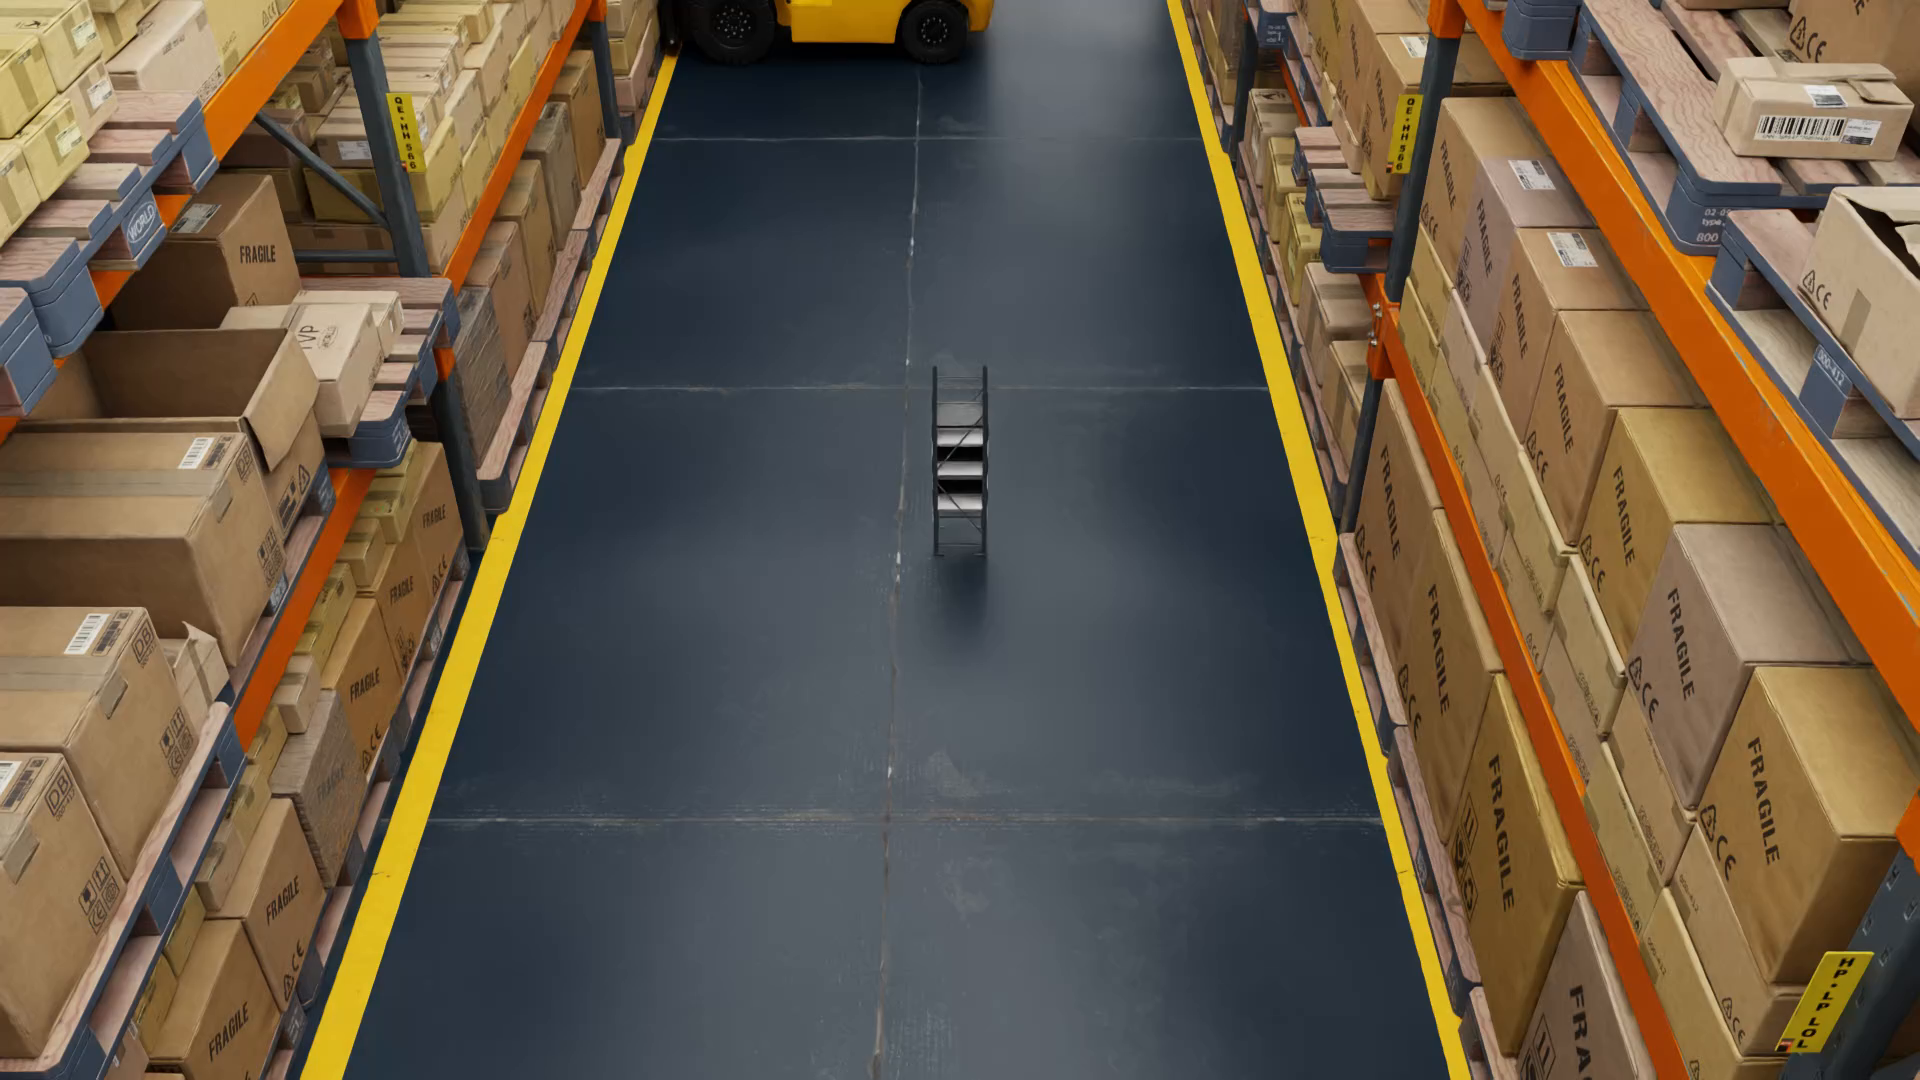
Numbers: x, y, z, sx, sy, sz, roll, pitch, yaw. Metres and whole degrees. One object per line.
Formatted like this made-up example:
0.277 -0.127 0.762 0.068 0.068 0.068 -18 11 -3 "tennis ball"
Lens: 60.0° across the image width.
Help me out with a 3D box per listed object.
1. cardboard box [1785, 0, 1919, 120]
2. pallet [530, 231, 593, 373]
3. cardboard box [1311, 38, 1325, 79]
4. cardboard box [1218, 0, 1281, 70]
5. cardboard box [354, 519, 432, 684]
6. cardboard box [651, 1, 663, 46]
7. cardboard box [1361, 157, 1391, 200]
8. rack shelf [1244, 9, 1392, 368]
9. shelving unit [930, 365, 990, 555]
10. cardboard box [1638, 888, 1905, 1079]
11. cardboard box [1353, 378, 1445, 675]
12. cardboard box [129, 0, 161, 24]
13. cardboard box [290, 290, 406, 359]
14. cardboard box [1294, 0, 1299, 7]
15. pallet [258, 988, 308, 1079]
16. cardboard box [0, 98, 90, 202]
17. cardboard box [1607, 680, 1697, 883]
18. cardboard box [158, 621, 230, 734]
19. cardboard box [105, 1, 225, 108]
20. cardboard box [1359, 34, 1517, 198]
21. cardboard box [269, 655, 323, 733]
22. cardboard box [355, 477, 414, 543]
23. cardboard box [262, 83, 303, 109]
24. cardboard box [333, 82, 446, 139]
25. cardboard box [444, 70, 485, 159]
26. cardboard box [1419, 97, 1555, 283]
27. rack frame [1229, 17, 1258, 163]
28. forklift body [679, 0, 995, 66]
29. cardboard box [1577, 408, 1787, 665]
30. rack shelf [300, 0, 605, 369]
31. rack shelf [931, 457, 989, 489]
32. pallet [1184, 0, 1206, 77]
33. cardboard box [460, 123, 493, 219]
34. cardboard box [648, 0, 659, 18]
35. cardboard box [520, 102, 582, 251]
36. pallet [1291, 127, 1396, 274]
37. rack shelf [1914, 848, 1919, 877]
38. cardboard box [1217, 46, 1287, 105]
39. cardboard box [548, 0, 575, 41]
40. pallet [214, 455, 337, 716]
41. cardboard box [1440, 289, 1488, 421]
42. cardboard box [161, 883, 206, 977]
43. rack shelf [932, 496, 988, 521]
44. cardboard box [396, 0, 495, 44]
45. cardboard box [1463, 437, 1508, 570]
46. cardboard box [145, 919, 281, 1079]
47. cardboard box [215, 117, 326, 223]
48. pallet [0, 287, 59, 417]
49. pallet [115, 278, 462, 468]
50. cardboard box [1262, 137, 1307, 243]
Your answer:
2.561 -1.430 4.321 0.500 0.500 0.500 0 39 0 "cardboard box"
-2.655 -1.340 9.254 1.003 0.211 1.213 0 39 0 "pallet"
1.953 -2.398 8.209 0.380 0.149 0.250 -1 39 -1 "cardboard box"
1.996 -3.413 10.874 0.500 0.500 0.500 -1 39 -1 "cardboard box"
-2.489 0.236 6.720 0.500 0.500 0.500 -1 39 -1 "cardboard box"
-2.401 -3.686 11.814 0.500 0.250 0.500 1 39 1 "cardboard box"
1.961 -1.597 7.209 0.380 0.149 0.250 1 39 1 "cardboard box"
2.267 -2.128 8.583 1.077 0.370 4.000 0 39 0 "rack shelf"
0.000 -0.346 7.462 0.258 0.900 0.210 0 39 0 "shelving unit"
2.021 1.121 4.072 0.500 0.250 0.500 -1 39 -1 "cardboard box"
2.187 -0.061 6.791 0.875 0.875 0.875 0 39 0 "cardboard box"
-2.503 -1.561 4.701 0.380 0.149 0.250 0 39 0 "cardboard box"
-2.310 -0.808 6.225 0.380 0.149 0.250 1 39 1 "cardboard box"
1.967 -3.063 8.520 0.500 0.500 0.500 0 39 0 "cardboard box"
-2.728 1.928 5.175 1.003 0.211 1.213 0 39 0 "pallet"
-2.287 -0.911 3.875 0.380 0.149 0.250 1 39 1 "cardboard box"
2.022 0.618 4.300 0.500 0.250 0.500 1 39 1 "cardboard box"
-2.308 0.368 4.663 0.396 0.266 0.258 2 39 2 "cardboard box"
-2.449 -1.317 4.715 0.500 0.250 0.500 0 39 0 "cardboard box"
1.991 -1.761 6.896 0.500 0.500 0.500 -1 39 -1 "cardboard box"
-2.467 0.544 5.817 0.380 0.149 0.250 -2 39 -2 "cardboard box"
-2.409 -0.115 6.639 0.380 0.149 0.250 -2 39 -2 "cardboard box"
-3.009 -1.812 7.013 0.380 0.149 0.250 1 39 1 "cardboard box"
-2.402 -1.811 7.013 0.380 0.149 0.250 1 39 1 "cardboard box"
-2.450 -1.880 7.417 0.500 0.250 0.500 1 39 1 "cardboard box"
2.025 -1.279 6.068 0.500 0.500 0.500 -1 39 -2 "cardboard box"
2.265 -3.660 9.918 1.000 3.000 0.127 0 39 0 "rack frame"
-0.877 -4.640 11.820 2.313 2.155 1.214 0 39 0 "forklift body"
2.033 -0.006 4.479 0.500 0.500 0.500 1 39 1 "cardboard box"
-2.697 -2.123 8.575 1.077 0.370 4.000 0 39 0 "rack shelf"
0.000 -0.320 7.483 0.258 0.077 0.200 0 39 0 "rack shelf"
2.224 -3.757 12.269 1.003 0.211 1.213 0 39 0 "pallet"
-2.446 -1.686 7.575 0.500 0.250 0.500 -1 39 -1 "cardboard box"
-2.382 -3.872 11.646 0.500 0.250 0.500 0 39 0 "cardboard box"
-2.694 -2.080 9.510 0.875 0.625 0.625 0 39 0 "cardboard box"
2.162 -1.529 7.413 1.213 0.211 1.003 0 39 0 "pallet"
2.276 1.704 1.402 1.077 0.370 4.000 0 39 0 "rack shelf"
1.995 -3.120 11.108 0.500 0.250 0.500 2 39 2 "cardboard box"
-2.431 -2.966 9.172 0.500 0.250 0.500 0 39 0 "cardboard box"
-2.687 0.138 5.332 1.003 0.211 1.213 0 39 0 "pallet"
2.023 -0.655 5.889 0.500 0.250 0.500 1 39 1 "cardboard box"
-2.527 1.178 5.026 0.380 0.149 0.250 -1 39 -1 "cardboard box"
0.000 -0.180 7.596 0.258 0.077 0.200 0 39 0 "rack shelf"
-2.412 -2.451 7.812 0.380 0.149 0.250 1 39 1 "cardboard box"
2.031 -0.145 5.652 0.500 0.250 0.500 1 39 1 "cardboard box"
-2.476 1.525 5.112 0.500 0.500 0.500 -1 39 -1 "cardboard box"
-2.973 -1.570 7.030 0.500 0.250 0.500 1 39 1 "cardboard box"
-2.620 -0.156 3.298 1.213 0.211 1.003 0 39 0 "pallet"
-2.623 -0.654 6.321 1.213 0.211 1.003 0 39 0 "pallet"
2.272 -2.021 9.638 0.950 0.372 0.625 2 39 3 "cardboard box"
